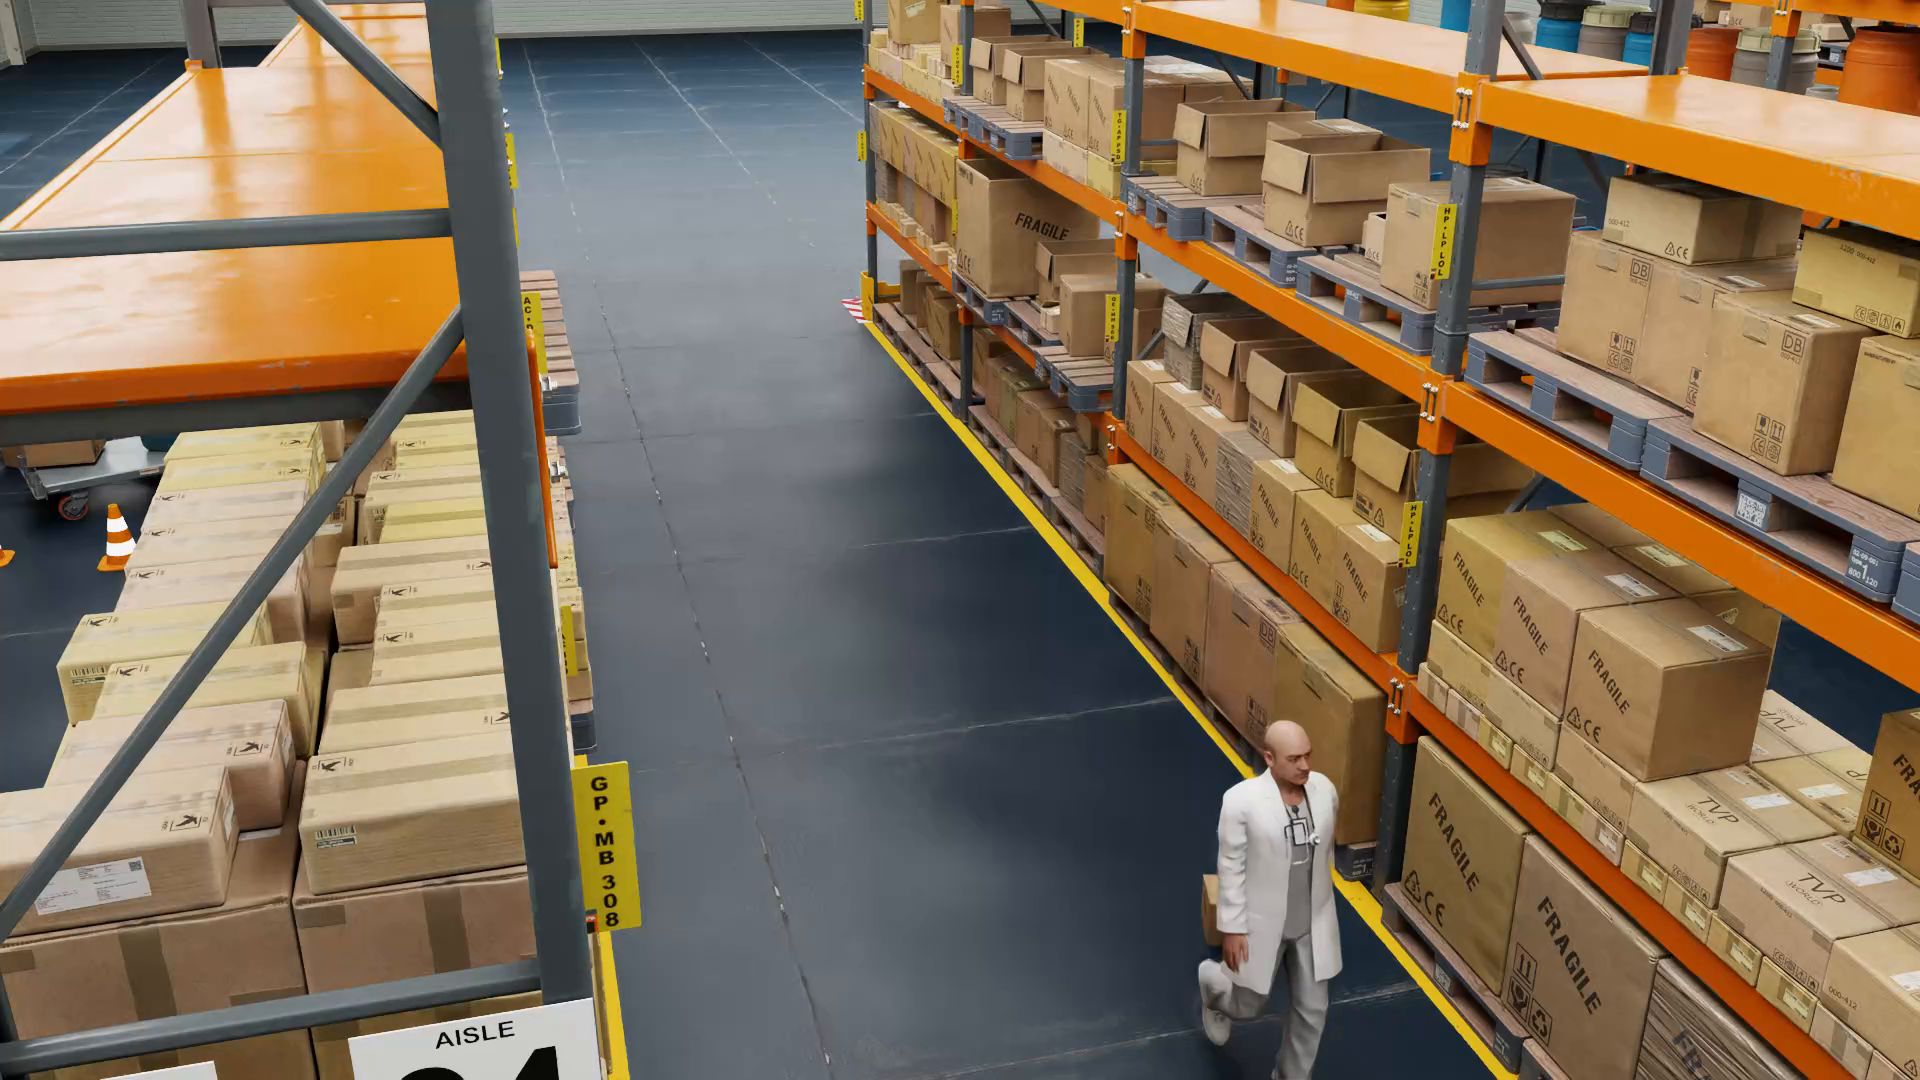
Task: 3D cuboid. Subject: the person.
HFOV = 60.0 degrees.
[{"bbox_3d":[1.312,1.547,6.946,0.572,1.748,0.864,-6,23,-13],"label":"person"}]
